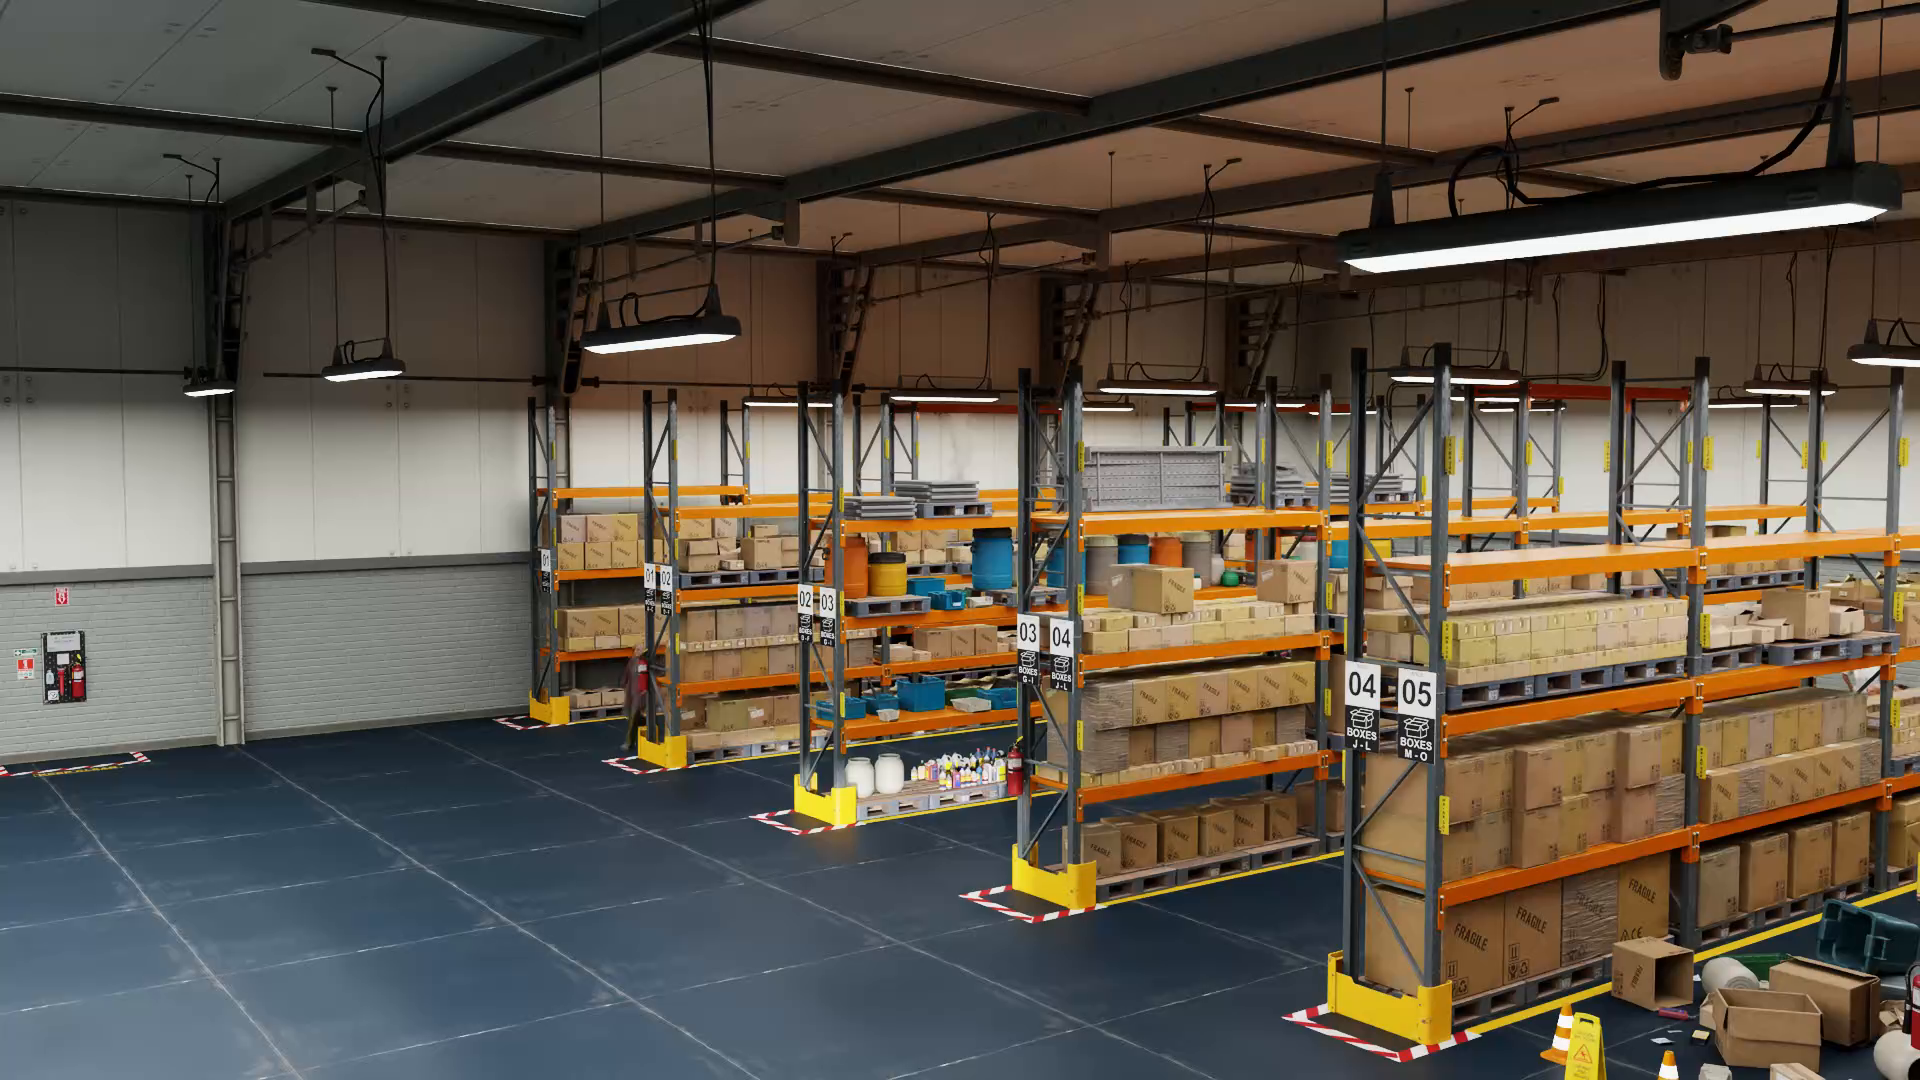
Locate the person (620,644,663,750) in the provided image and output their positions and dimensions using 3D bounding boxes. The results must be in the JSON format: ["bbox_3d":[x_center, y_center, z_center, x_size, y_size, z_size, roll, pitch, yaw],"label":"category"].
[{"bbox_3d":[-5.386,2.630,28.166,0.722,1.776,0.911,2,4,32],"label":"person"}]

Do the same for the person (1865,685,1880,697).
[{"bbox_3d":[12.891,2.890,23.509,0.956,1.708,0.657,-3,4,-37],"label":"person"}]

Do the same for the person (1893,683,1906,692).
[{"bbox_3d":[13.604,2.906,24.043,0.830,1.687,0.568,-2,4,-29],"label":"person"}]

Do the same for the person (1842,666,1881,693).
[{"bbox_3d":[15.144,2.659,27.770,0.695,1.825,0.738,1,4,21],"label":"person"}]
